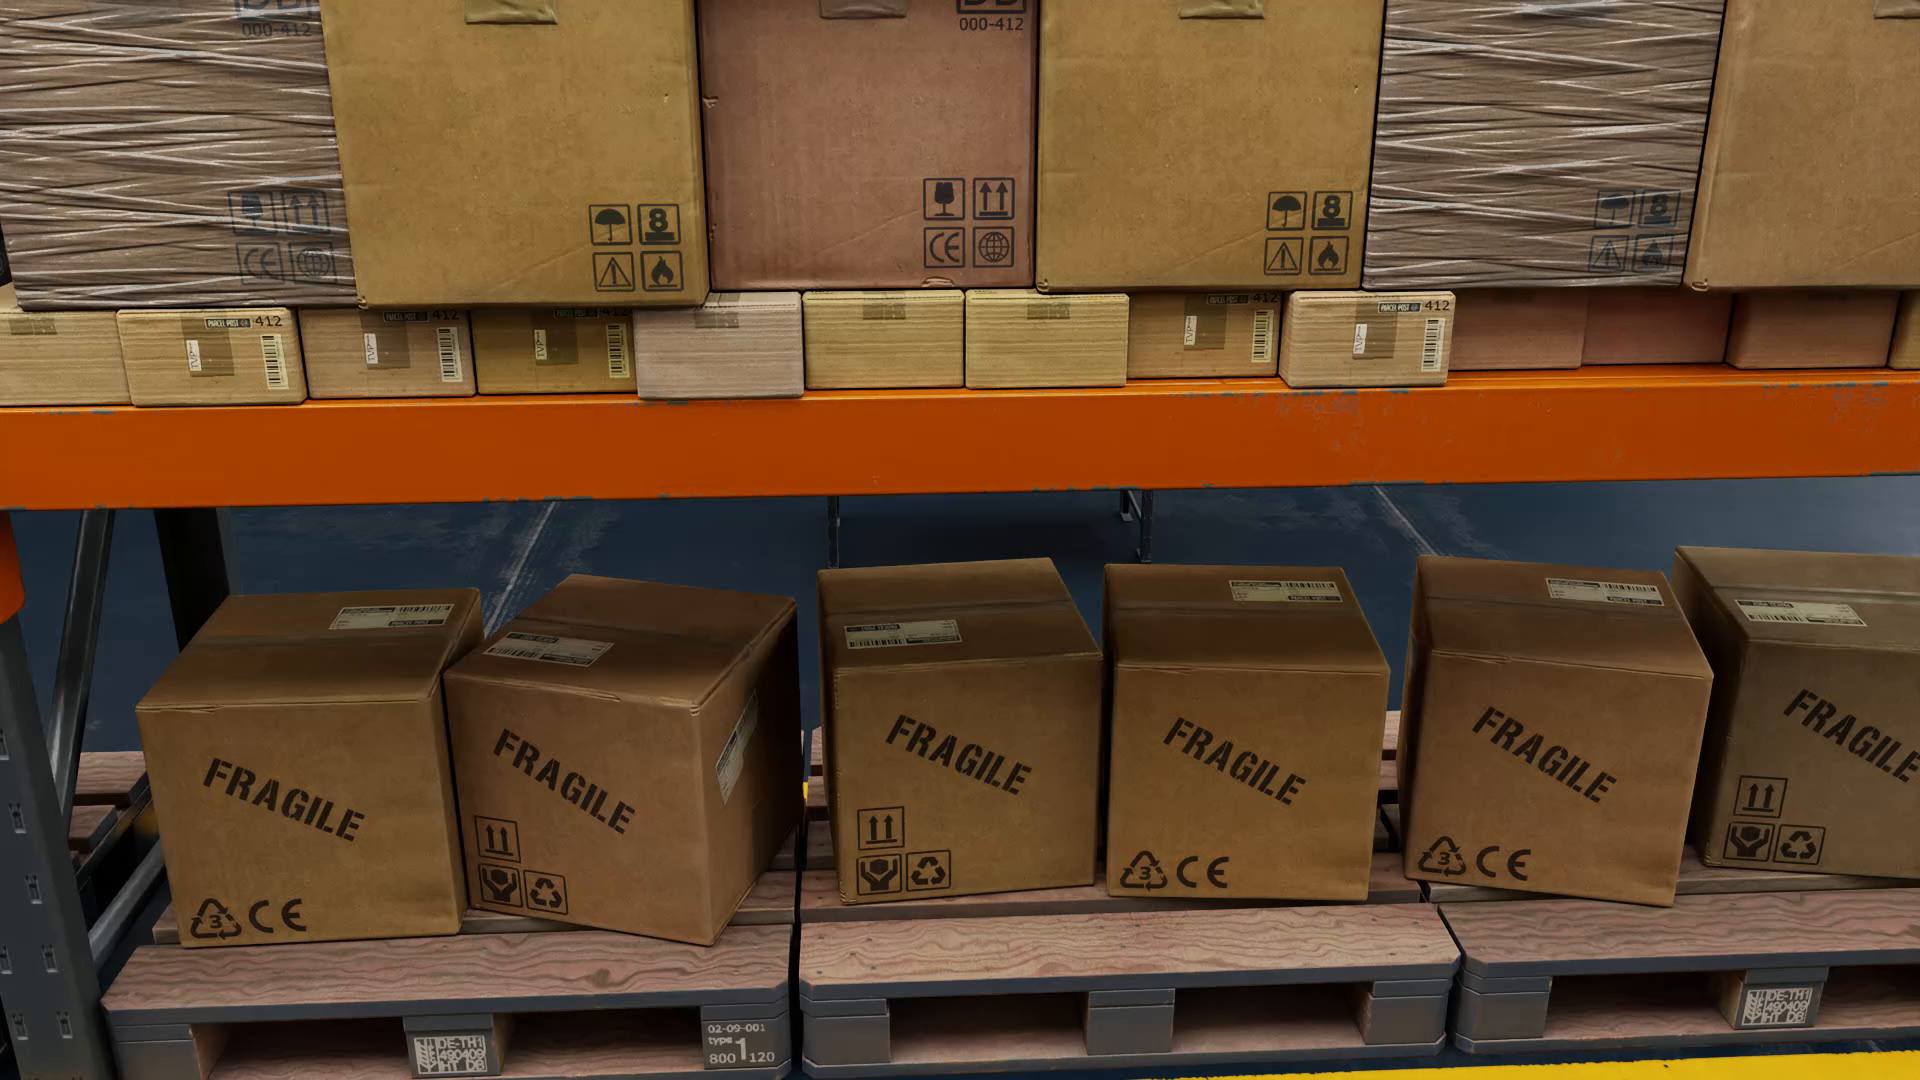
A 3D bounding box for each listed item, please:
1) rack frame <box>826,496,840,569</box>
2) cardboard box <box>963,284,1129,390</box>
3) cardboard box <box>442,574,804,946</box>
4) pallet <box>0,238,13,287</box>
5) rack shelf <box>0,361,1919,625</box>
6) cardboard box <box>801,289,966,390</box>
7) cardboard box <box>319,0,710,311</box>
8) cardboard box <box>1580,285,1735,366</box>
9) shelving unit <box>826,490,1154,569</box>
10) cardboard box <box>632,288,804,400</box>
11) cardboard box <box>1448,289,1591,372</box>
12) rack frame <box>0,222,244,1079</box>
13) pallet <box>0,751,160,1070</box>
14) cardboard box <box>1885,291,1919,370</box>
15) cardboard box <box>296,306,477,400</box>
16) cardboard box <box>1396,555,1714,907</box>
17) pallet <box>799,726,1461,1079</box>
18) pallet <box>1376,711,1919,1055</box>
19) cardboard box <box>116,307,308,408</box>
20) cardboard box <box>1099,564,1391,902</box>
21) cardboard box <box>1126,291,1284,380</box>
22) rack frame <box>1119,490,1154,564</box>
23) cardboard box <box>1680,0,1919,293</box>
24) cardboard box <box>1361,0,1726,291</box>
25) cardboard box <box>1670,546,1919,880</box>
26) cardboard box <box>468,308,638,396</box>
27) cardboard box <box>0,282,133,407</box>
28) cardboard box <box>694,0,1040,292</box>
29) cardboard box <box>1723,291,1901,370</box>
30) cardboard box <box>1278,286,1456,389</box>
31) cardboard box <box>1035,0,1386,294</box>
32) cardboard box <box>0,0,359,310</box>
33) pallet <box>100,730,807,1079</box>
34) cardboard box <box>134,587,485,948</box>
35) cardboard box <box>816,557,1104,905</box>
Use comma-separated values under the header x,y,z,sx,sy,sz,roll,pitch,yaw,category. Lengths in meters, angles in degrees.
x,y,z,sx,sy,sz,roll,pitch,yaw,category
-0.422,-0.692,5.332,0.032,1.500,0.500,-1,21,-3,rack frame
0.123,-0.370,2.730,0.250,0.149,0.380,-1,21,-3,cardboard box
-0.632,0.409,3.253,0.500,0.500,0.500,5,22,14,cardboard box
-2.376,-0.501,2.991,1.213,0.211,1.003,-1,21,-3,pallet
0.392,-0.259,3.096,4.000,0.370,1.077,-1,21,-3,rack shelf
-0.127,-0.369,2.727,0.250,0.149,0.380,-1,21,-3,cardboard box
-0.651,-0.725,2.751,0.500,0.500,0.875,-1,21,-3,cardboard box
1.117,-0.421,2.864,0.250,0.149,0.380,-1,21,-3,cardboard box
0.085,-0.703,5.359,1.048,1.500,0.538,-1,21,-3,shelving unit
-0.374,-0.349,2.675,0.250,0.149,0.380,-1,21,-3,cardboard box
0.869,-0.408,2.830,0.250,0.149,0.380,-1,21,-3,cardboard box
-1.605,-0.554,2.862,0.127,3.000,1.000,-1,21,-3,rack frame
-2.382,0.765,3.315,1.213,0.211,1.003,-1,21,-3,pallet
1.619,-0.411,2.838,0.250,0.149,0.380,-1,21,-3,cardboard box
-0.875,-0.350,2.678,0.250,0.149,0.380,-1,21,-3,cardboard box
1.169,0.367,3.364,0.500,0.500,0.500,4,21,11,cardboard box
0.284,0.697,3.495,1.213,0.211,1.003,-1,21,-3,pallet
1.499,0.673,3.557,1.213,0.211,1.003,-1,21,-3,pallet
-1.123,-0.335,2.638,0.250,0.149,0.380,-1,21,-3,cardboard box
0.543,0.373,3.348,0.500,0.500,0.500,1,21,2,cardboard box
0.370,-0.391,2.785,0.250,0.149,0.380,-1,21,-3,cardboard box
0.593,-0.713,5.386,0.032,1.500,0.500,-1,21,-3,rack frame
1.345,-0.767,2.862,0.500,0.500,0.875,-1,21,-3,cardboard box
0.844,-0.772,2.876,0.500,0.500,0.875,-1,21,-3,cardboard box
1.764,0.343,3.427,0.500,0.500,0.500,3,21,7,cardboard box
-0.626,-0.358,2.700,0.250,0.149,0.380,-1,21,-3,cardboard box
-1.373,-0.335,2.637,0.250,0.149,0.380,-1,21,-3,cardboard box
-0.158,-0.771,2.872,0.500,0.500,0.875,-1,21,-3,cardboard box
1.369,-0.411,2.839,0.250,0.149,0.380,-1,21,-3,cardboard box
0.624,-0.371,2.734,0.250,0.149,0.380,-1,21,-3,cardboard box
0.344,-0.766,2.860,0.500,0.500,0.875,-1,21,-3,cardboard box
-1.152,-0.727,2.757,0.500,0.500,0.875,-1,21,-3,cardboard box
-0.937,0.723,3.427,1.213,0.211,1.003,-1,21,-3,pallet
-1.204,0.424,3.216,0.500,0.500,0.500,-2,21,-5,cardboard box
-0.017,0.369,3.360,0.500,0.500,0.500,-3,21,-8,cardboard box
